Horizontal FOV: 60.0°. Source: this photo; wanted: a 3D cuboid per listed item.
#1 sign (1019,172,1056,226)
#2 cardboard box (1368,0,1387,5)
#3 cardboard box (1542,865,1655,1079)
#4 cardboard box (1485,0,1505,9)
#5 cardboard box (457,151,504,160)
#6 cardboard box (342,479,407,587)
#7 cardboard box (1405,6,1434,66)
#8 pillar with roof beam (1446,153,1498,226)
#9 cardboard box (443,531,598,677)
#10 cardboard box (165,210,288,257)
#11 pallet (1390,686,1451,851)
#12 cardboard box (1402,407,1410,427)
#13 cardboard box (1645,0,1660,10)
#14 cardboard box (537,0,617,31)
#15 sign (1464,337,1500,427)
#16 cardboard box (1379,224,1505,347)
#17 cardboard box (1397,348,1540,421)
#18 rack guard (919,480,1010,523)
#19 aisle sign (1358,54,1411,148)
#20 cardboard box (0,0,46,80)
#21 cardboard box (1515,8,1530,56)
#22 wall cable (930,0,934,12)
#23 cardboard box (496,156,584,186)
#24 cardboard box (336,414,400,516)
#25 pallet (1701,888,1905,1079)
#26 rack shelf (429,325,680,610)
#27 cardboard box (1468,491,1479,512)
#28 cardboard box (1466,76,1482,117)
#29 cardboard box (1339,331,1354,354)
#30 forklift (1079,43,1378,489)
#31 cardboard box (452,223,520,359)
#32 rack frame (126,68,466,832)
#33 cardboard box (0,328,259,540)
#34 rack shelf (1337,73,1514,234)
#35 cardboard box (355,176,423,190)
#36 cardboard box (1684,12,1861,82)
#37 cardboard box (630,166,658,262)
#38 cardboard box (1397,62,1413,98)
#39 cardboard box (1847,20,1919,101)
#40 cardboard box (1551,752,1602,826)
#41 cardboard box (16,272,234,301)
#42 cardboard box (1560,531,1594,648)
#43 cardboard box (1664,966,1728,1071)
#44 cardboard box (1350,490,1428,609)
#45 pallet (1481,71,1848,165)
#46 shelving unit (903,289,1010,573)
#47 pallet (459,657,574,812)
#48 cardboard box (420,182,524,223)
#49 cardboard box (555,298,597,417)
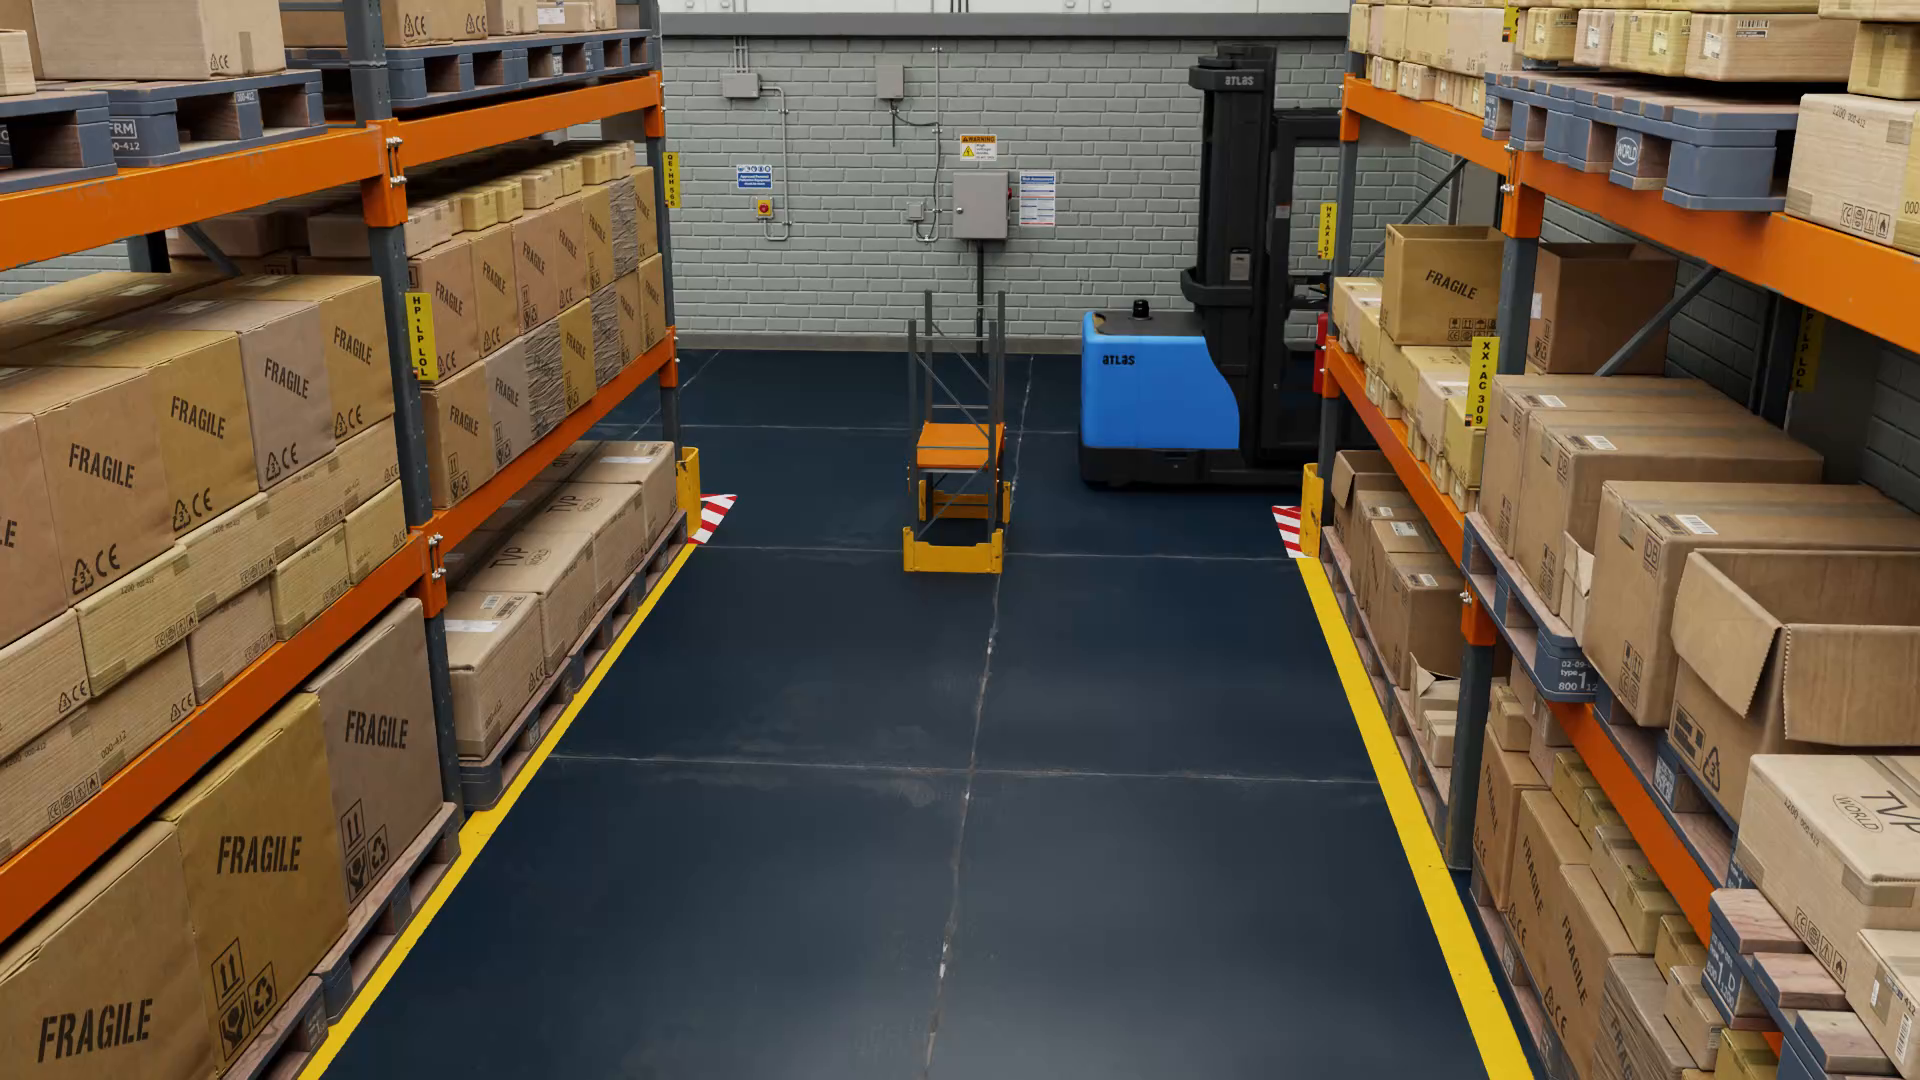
[{"bbox_3d":[0.716,-3.161,15.406,0.329,0.494,0.001,1,18,4],"label":"sign"},{"bbox_3d":[2.356,-2.827,8.377,0.500,0.250,0.500,1,18,4],"label":"cardboard box"},{"bbox_3d":[2.080,1.312,4.941,0.500,0.500,0.500,1,18,2],"label":"cardboard box"},{"bbox_3d":[2.203,-2.037,5.965,0.500,0.250,0.500,1,18,4],"label":"cardboard box"},{"bbox_3d":[-2.640,-1.977,8.832,0.380,0.149,0.250,1,18,2],"label":"cardboard box"},{"bbox_3d":[-2.325,-0.035,5.954,0.500,0.250,0.500,1,18,3],"label":"cardboard box"},{"bbox_3d":[2.311,-2.270,7.478,0.500,0.250,0.500,1,18,3],"label":"cardboard box"},{"bbox_3d":[-0.508,-5.148,11.683,9.100,9.000,0.400,1,18,4],"label":"pillar with roof beam"},{"bbox_3d":[-2.328,0.296,8.143,0.875,0.438,0.875,1,18,2],"label":"cardboard box"},{"bbox_3d":[-2.839,-1.185,6.414,0.380,0.149,0.250,1,18,3],"label":"cardboard box"},{"bbox_3d":[2.457,0.970,7.123,1.003,0.211,1.213,1,18,4],"label":"pallet"},{"bbox_3d":[2.307,-0.606,7.858,0.380,0.149,0.250,1,18,4],"label":"cardboard box"},{"bbox_3d":[1.988,-1.430,4.242,0.380,0.149,0.250,2,18,5],"label":"cardboard box"},{"bbox_3d":[-2.200,-2.953,9.207,0.500,0.250,0.500,0,18,-1],"label":"cardboard box"},{"bbox_3d":[1.866,-0.563,5.933,0.100,0.325,0.005,1,18,4],"label":"sign"},{"bbox_3d":[2.286,-1.210,7.856,0.500,0.500,0.500,2,18,5],"label":"cardboard box"},{"bbox_3d":[2.271,-0.686,7.462,0.500,0.250,0.500,1,18,4],"label":"cardboard box"},{"bbox_3d":[0.030,-0.250,10.784,0.587,0.250,0.087,1,18,4],"label":"rack guard"},{"bbox_3d":[2.406,-2.647,9.509,0.394,0.787,0.004,1,18,4],"label":"aisle sign"},{"bbox_3d":[-2.896,-1.657,5.009,0.500,0.500,0.500,1,18,3],"label":"cardboard box"},{"bbox_3d":[1.989,-1.611,5.273,0.380,0.149,0.250,2,18,5],"label":"cardboard box"},{"bbox_3d":[-1.380,-6.100,14.587,2.355,3.000,0.029,1,18,4],"label":"wall cable"},{"bbox_3d":[-2.160,-1.890,8.566,0.380,0.149,0.250,1,18,3],"label":"cardboard box"},{"bbox_3d":[-2.333,-0.275,5.884,0.500,0.250,0.500,1,18,4],"label":"cardboard box"},{"bbox_3d":[2.099,0.980,2.924,1.213,0.211,1.003,1,18,4],"label":"pallet"},{"bbox_3d":[-2.401,-0.531,8.380,1.077,0.370,4.000,1,18,4],"label":"rack shelf"},{"bbox_3d":[2.178,-0.127,6.397,0.380,0.149,0.250,2,18,5],"label":"cardboard box"},{"bbox_3d":[2.187,-1.725,6.457,0.380,0.149,0.250,2,18,6],"label":"cardboard box"},{"bbox_3d":[2.397,-1.169,9.576,0.380,0.149,0.250,1,18,3],"label":"cardboard box"},{"bbox_3d":[2.373,-1.868,11.418,3.031,2.935,1.130,1,18,3],"label":"forklift"},{"bbox_3d":[-2.226,-1.073,7.115,0.500,0.500,0.500,1,18,3],"label":"cardboard box"},{"bbox_3d":[-2.544,-0.251,6.373,1.000,3.000,0.127,1,18,4],"label":"rack frame"},{"bbox_3d":[-2.411,-0.312,4.791,0.500,0.500,0.500,2,18,6],"label":"cardboard box"},{"bbox_3d":[2.551,-1.846,7.579,1.077,0.370,4.000,1,18,4],"label":"rack shelf"},{"bbox_3d":[-2.685,-1.581,7.621,0.380,0.149,0.250,1,18,3],"label":"cardboard box"},{"bbox_3d":[1.905,-1.133,3.814,0.380,0.149,0.250,2,18,5],"label":"cardboard box"},{"bbox_3d":[-2.054,-1.861,9.520,0.500,0.500,0.500,2,18,6],"label":"cardboard box"},{"bbox_3d":[2.232,-2.122,7.669,0.380,0.149,0.250,1,18,4],"label":"cardboard box"},{"bbox_3d":[2.024,-0.957,3.311,0.380,0.149,0.250,2,18,6],"label":"cardboard box"},{"bbox_3d":[2.166,0.812,5.427,0.380,0.149,0.250,0,18,1],"label":"cardboard box"},{"bbox_3d":[-2.862,-0.644,5.804,0.500,0.500,0.500,1,18,5],"label":"cardboard box"},{"bbox_3d":[1.925,0.146,4.703,0.396,0.266,0.258,2,18,7],"label":"cardboard box"},{"bbox_3d":[2.026,1.210,4.210,0.380,0.149,0.250,0,18,1],"label":"cardboard box"},{"bbox_3d":[2.456,0.057,8.772,0.700,0.500,0.500,2,18,6],"label":"cardboard box"},{"bbox_3d":[2.291,-1.277,4.987,1.213,0.211,1.003,1,18,4],"label":"pallet"},{"bbox_3d":[-0.005,-0.689,10.117,0.587,1.500,1.083,1,18,4],"label":"shelving unit"},{"bbox_3d":[-2.411,0.839,7.522,1.003,0.211,1.213,1,18,4],"label":"pallet"},{"bbox_3d":[-2.157,-1.492,7.352,0.380,0.149,0.250,1,18,2],"label":"cardboard box"},{"bbox_3d":[-2.130,-0.909,8.220,0.500,0.500,0.500,2,18,6],"label":"cardboard box"}]
